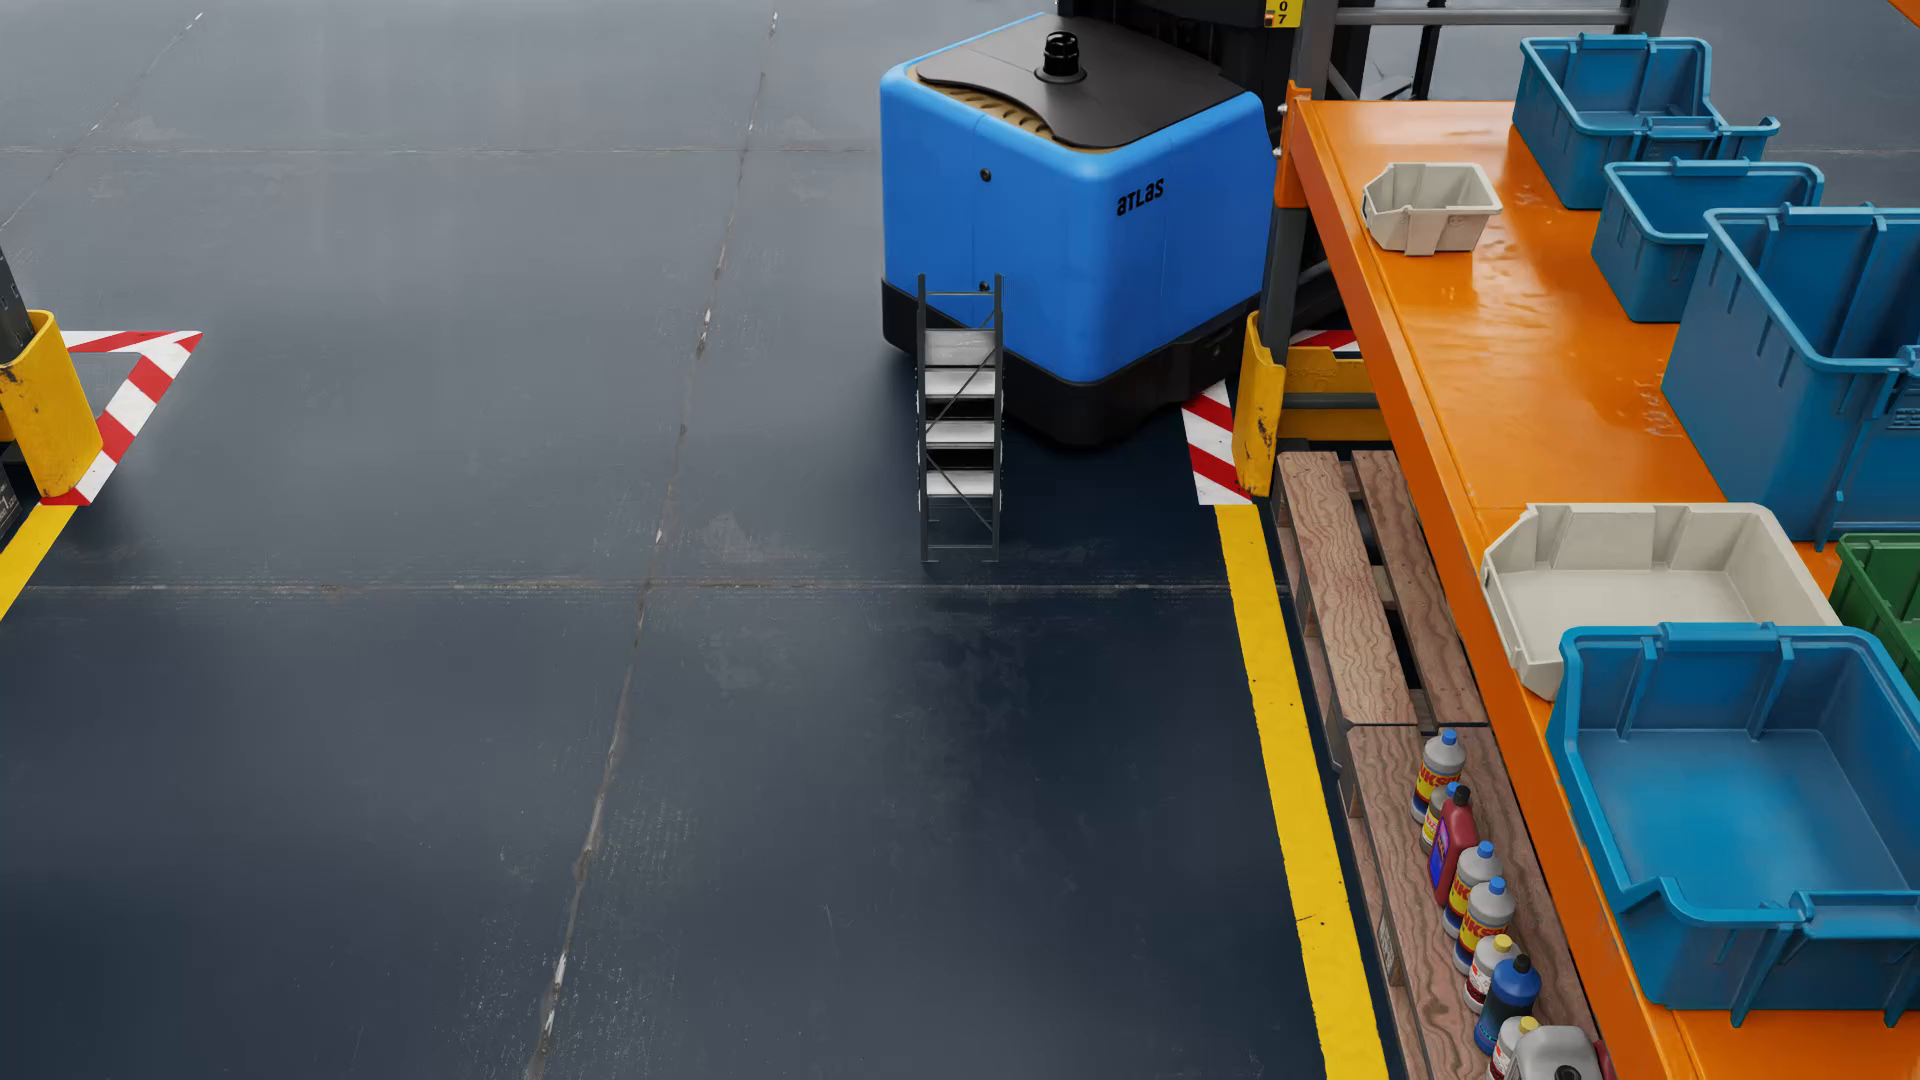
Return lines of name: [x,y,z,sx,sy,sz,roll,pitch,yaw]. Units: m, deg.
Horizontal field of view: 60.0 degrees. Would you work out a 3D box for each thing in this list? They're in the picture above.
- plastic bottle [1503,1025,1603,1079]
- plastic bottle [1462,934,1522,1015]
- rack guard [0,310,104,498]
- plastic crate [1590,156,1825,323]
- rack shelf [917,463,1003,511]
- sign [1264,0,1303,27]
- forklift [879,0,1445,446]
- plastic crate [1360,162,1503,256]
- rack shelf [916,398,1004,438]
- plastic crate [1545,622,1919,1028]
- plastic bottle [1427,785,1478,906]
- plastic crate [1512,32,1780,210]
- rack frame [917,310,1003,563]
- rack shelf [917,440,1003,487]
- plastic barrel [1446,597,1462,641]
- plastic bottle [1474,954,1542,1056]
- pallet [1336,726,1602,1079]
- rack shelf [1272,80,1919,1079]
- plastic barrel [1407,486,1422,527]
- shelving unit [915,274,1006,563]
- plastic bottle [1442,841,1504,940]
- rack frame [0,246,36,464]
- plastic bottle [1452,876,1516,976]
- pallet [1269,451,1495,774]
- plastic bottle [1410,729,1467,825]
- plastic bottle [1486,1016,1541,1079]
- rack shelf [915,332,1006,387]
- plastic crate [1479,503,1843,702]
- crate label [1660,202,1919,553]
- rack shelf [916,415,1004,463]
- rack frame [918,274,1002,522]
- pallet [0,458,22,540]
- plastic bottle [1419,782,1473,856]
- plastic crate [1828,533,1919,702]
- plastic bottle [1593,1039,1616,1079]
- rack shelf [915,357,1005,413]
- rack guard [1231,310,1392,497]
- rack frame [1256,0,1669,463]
plastic bottle: [1.178,1.099,3.306,0.152,0.276,0.135,1,39,1]
plastic bottle: [1.150,0.926,3.582,0.097,0.201,0.097,0,39,0]
rack guard: [-3.494,-0.441,5.400,1.175,0.500,0.348,0,39,0]
plastic crate: [1.754,-0.690,3.832,0.499,0.251,0.408,0,39,0]
rack shelf: [0.000,-0.180,5.096,0.258,0.077,0.200,0,39,0]
sign: [0.909,-1.577,4.598,0.100,0.325,0.005,0,39,0]
forklift: [1.133,-2.261,5.728,3.031,2.935,1.130,-31,48,-32]
plastic crate: [1.138,-0.804,4.066,0.298,0.136,0.250,0,39,0]
rack shelf: [0.000,-0.390,4.927,0.258,0.077,0.200,0,39,0]
plastic crate: [1.191,0.400,2.471,0.499,0.251,0.616,0,39,0]
plastic bottle: [1.132,0.697,3.802,0.061,0.283,0.133,1,39,1]
plastic crate: [1.759,-1.096,4.338,0.499,0.251,0.616,0,39,0]
rack frame: [0.000,-0.282,4.883,0.240,0.900,0.006,0,39,0]
rack shelf: [0.000,-0.250,5.039,0.258,0.077,0.200,0,39,0]
plastic barrel: [1.537,0.065,4.424,0.421,0.512,0.421,0,39,0]
plastic bottle: [1.150,0.963,3.479,0.097,0.271,0.097,0,39,0]
pallet: [1.500,0.938,3.911,1.003,0.211,1.213,0,39,0]
rack shelf: [1.462,0.064,3.346,1.077,0.370,4.000,0,39,0]
plastic barrel: [1.536,-0.249,4.815,0.421,0.512,0.421,0,39,0]
shelving unit: [0.000,-0.346,4.962,0.258,0.900,0.210,0,39,0]
plastic bottle: [1.150,0.774,3.715,0.097,0.271,0.097,0,39,0]
rack frame: [-3.494,-1.464,4.678,1.000,3.000,0.127,0,39,0]
plastic bottle: [1.150,0.837,3.637,0.097,0.271,0.097,0,39,0]
pallet: [1.502,0.177,4.861,1.003,0.211,1.213,0,39,0]
plastic bottle: [1.150,0.560,3.983,0.097,0.271,0.097,0,39,0]
plastic bottle: [1.151,1.055,3.421,0.097,0.201,0.097,0,39,0]
rack shelf: [0.000,-0.531,4.814,0.258,0.077,0.200,0,39,0]
plastic crate: [1.209,0.122,2.910,0.530,0.136,0.437,0,39,0]
crate label: [1.732,-0.330,3.235,0.502,0.435,0.616,0,39,0]
rack shelf: [0.000,-0.320,4.983,0.258,0.077,0.200,0,39,0]
rack frame: [0.000,-0.410,5.042,0.240,0.900,0.006,0,39,0]
pallet: [-3.528,0.180,4.856,1.003,0.211,1.213,0,39,0]
plastic bottle: [1.150,0.652,3.924,0.097,0.201,0.097,0,39,0]
plastic crate: [1.745,0.268,2.687,0.450,0.188,0.662,0,39,0]
plastic bottle: [1.285,1.096,3.304,0.061,0.283,0.133,0,39,0]
rack shelf: [0.000,-0.461,4.871,0.258,0.077,0.200,0,39,0]
rack guard: [1.506,-0.444,5.405,1.175,0.500,0.348,0,39,0]
rack frame: [1.459,-1.467,4.682,1.000,3.000,0.127,0,39,0]
